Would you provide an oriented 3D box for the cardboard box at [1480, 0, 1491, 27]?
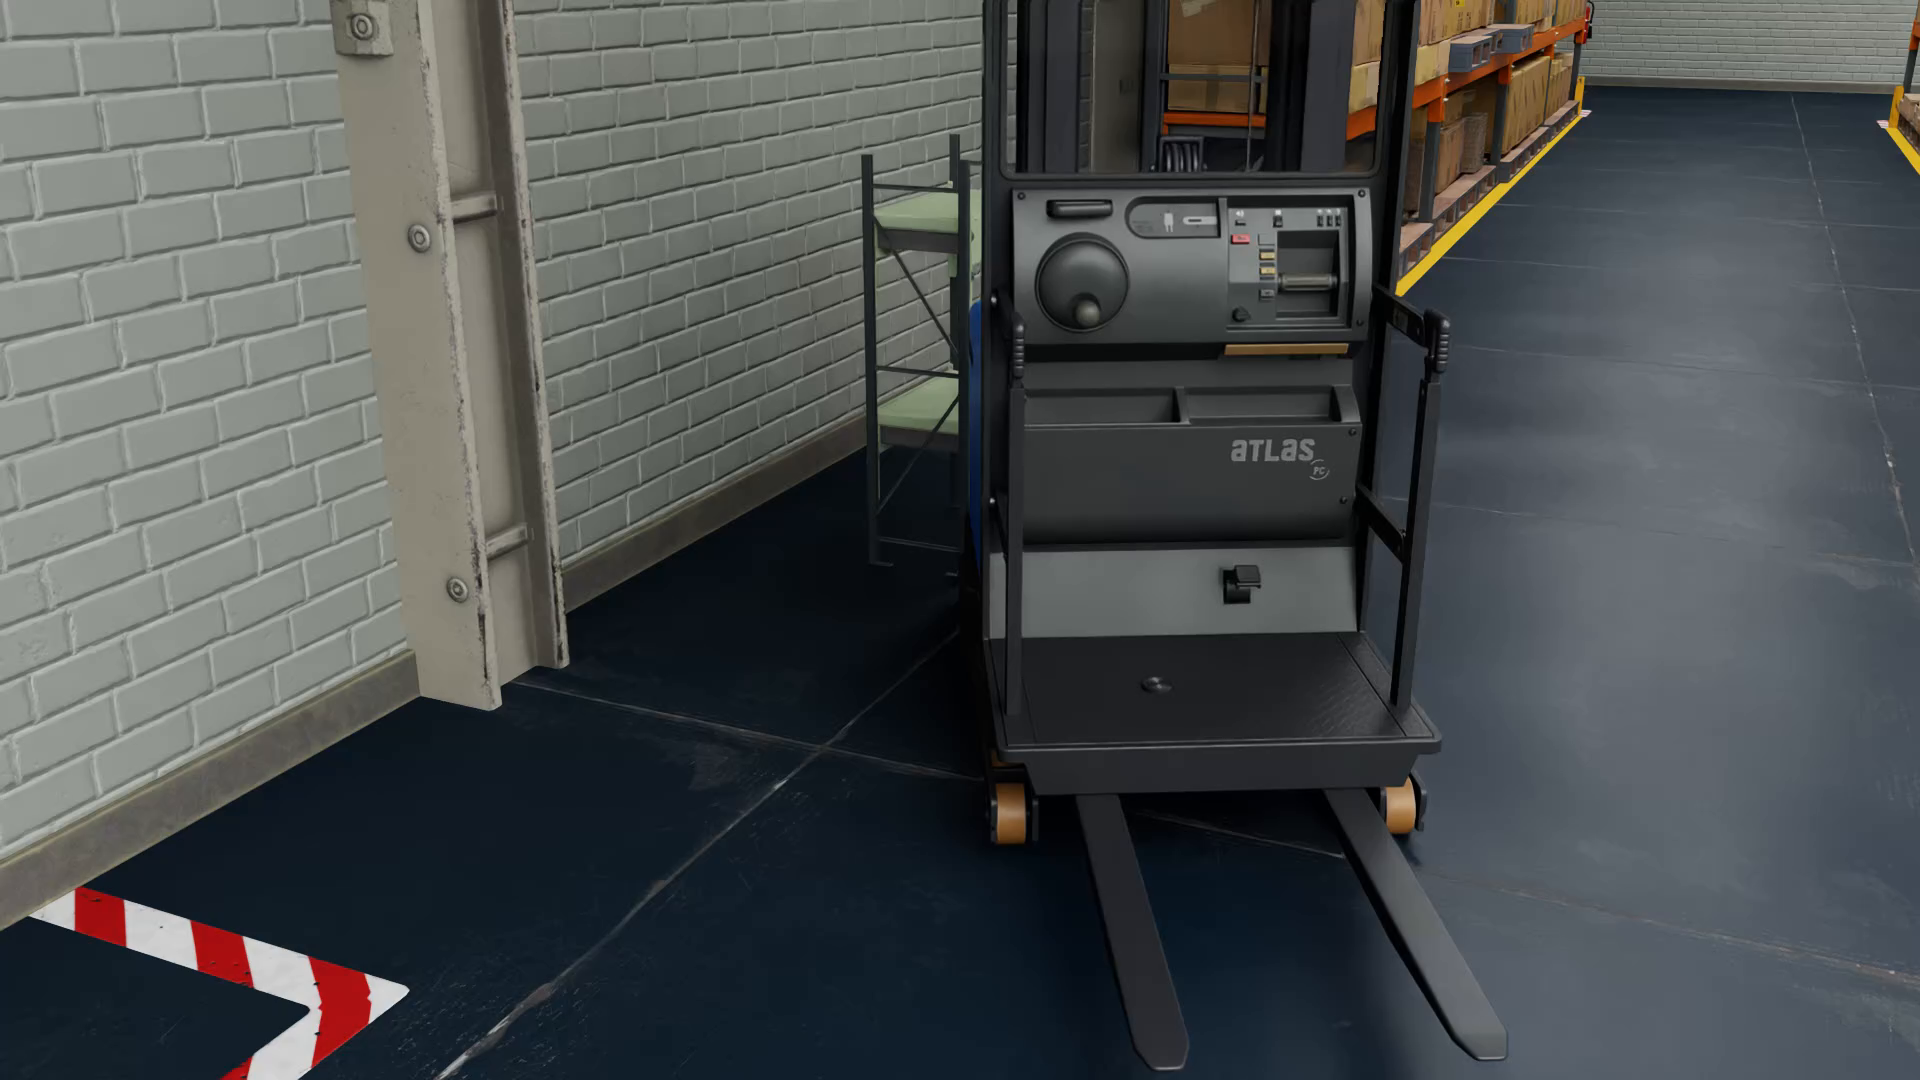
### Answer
[{"bbox_3d":[4.374,-4.861,14.854,0.700,0.500,0.500,6,21,18],"label":"cardboard box"}]

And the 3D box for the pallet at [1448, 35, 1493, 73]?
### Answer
[{"bbox_3d":[3.569,-3.826,13.038,1.003,0.211,1.213,9,21,23],"label":"pallet"}]

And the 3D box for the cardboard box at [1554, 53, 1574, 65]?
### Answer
[{"bbox_3d":[7.956,-6.405,22.138,0.380,0.149,0.250,8,21,22],"label":"cardboard box"}]

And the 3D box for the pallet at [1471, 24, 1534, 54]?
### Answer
[{"bbox_3d":[4.567,-4.603,15.221,1.213,0.211,1.003,9,21,23],"label":"pallet"}]

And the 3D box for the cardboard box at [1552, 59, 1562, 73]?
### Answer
[{"bbox_3d":[7.320,-5.928,20.797,0.380,0.149,0.250,8,21,21],"label":"cardboard box"}]

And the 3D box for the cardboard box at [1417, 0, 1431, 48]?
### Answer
[{"bbox_3d":[2.797,-3.502,10.915,0.500,0.500,0.500,8,21,21],"label":"cardboard box"}]

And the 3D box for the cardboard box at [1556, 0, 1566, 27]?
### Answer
[{"bbox_3d":[6.637,-6.454,19.691,0.980,0.700,0.700,9,21,24],"label":"cardboard box"}]

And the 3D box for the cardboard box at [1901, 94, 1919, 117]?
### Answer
[{"bbox_3d":[11.872,-5.324,20.411,0.500,0.250,0.500,9,21,23],"label":"cardboard box"}]

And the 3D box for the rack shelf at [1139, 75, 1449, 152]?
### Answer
[{"bbox_3d":[2.305,-2.753,10.806,1.077,0.370,4.000,9,21,23],"label":"rack shelf"}]

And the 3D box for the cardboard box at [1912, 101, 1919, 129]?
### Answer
[{"bbox_3d":[11.202,-4.853,18.994,0.500,0.311,0.500,9,21,23],"label":"cardboard box"}]

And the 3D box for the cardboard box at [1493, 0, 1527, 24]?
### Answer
[{"bbox_3d":[5.194,-5.236,16.092,0.500,0.500,0.500,9,22,24],"label":"cardboard box"}]

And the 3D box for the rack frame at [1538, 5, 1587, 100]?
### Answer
[{"bbox_3d":[8.038,-7.371,22.720,1.000,3.000,0.127,9,21,23],"label":"rack frame"}]

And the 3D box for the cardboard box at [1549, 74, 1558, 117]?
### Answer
[{"bbox_3d":[7.008,-5.536,20.664,0.700,0.500,0.500,8,21,22],"label":"cardboard box"}]

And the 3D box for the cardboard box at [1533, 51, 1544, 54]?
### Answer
[{"bbox_3d":[7.711,-6.535,22.504,0.380,0.149,0.250,9,21,23],"label":"cardboard box"}]

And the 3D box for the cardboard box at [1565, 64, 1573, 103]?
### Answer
[{"bbox_3d":[7.842,-6.164,22.428,0.700,0.500,0.500,9,21,23],"label":"cardboard box"}]

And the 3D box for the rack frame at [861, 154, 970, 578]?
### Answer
[{"bbox_3d":[-0.153,-0.593,5.897,0.400,1.500,0.023,9,21,23],"label":"rack frame"}]

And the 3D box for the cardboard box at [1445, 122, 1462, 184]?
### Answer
[{"bbox_3d":[4.020,-3.431,14.713,0.700,0.500,0.500,8,21,22],"label":"cardboard box"}]

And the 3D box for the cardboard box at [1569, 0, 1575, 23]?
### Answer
[{"bbox_3d":[7.229,-6.900,20.946,0.980,0.700,0.700,7,21,20],"label":"cardboard box"}]

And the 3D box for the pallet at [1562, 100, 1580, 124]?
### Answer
[{"bbox_3d":[7.781,-5.802,22.469,1.003,0.211,1.213,9,21,23],"label":"pallet"}]

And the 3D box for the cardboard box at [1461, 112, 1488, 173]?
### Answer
[{"bbox_3d":[4.514,-3.728,15.549,0.700,0.500,0.500,9,21,23],"label":"cardboard box"}]

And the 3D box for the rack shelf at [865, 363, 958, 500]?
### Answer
[{"bbox_3d":[-0.003,-0.397,6.321,0.431,0.370,0.720,9,21,23],"label":"rack shelf"}]

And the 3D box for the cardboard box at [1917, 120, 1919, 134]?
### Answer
[{"bbox_3d":[10.895,-4.713,18.318,0.500,0.500,0.500,9,21,23],"label":"cardboard box"}]

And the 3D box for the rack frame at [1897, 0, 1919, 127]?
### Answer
[{"bbox_3d":[12.558,-6.693,20.812,1.000,3.000,0.127,9,21,23],"label":"rack frame"}]

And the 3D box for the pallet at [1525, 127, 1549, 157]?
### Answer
[{"bbox_3d":[6.152,-4.589,19.056,1.003,0.211,1.213,9,21,23],"label":"pallet"}]

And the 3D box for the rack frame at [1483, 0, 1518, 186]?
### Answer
[{"bbox_3d":[4.762,-4.926,15.843,1.000,3.000,0.127,9,21,23],"label":"rack frame"}]

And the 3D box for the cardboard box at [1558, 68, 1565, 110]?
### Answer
[{"bbox_3d":[7.432,-5.857,21.565,0.700,0.500,0.500,8,21,21],"label":"cardboard box"}]

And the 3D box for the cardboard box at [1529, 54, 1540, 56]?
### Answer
[{"bbox_3d":[7.401,-6.304,21.853,0.380,0.149,0.250,9,21,23],"label":"cardboard box"}]

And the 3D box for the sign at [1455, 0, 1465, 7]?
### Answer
[{"bbox_3d":[3.622,-4.039,12.057,0.100,0.325,0.005,9,21,23],"label":"sign"}]

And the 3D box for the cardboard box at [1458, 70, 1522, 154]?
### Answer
[{"bbox_3d":[5.182,-4.318,16.714,0.750,0.750,0.750,8,21,22],"label":"cardboard box"}]

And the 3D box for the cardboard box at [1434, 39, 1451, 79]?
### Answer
[{"bbox_3d":[3.206,-3.455,11.902,0.500,0.250,0.500,9,21,23],"label":"cardboard box"}]

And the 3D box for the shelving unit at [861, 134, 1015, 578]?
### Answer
[{"bbox_3d":[-0.003,-0.705,6.212,0.431,1.500,0.755,9,21,23],"label":"shelving unit"}]

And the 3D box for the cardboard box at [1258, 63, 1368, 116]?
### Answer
[{"bbox_3d":[1.975,-2.525,9.285,0.500,0.250,0.500,8,21,21],"label":"cardboard box"}]

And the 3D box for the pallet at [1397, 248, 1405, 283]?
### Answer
[{"bbox_3d":[2.383,-1.805,11.229,1.003,0.211,1.213,9,21,23],"label":"pallet"}]

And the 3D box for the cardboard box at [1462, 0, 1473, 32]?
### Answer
[{"bbox_3d":[3.840,-4.484,13.794,0.700,0.500,0.500,12,23,30],"label":"cardboard box"}]

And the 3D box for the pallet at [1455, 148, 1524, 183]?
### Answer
[{"bbox_3d":[5.153,-3.843,16.959,1.003,0.211,1.213,9,21,23],"label":"pallet"}]

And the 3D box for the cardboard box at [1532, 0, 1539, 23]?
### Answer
[{"bbox_3d":[5.621,-5.546,16.965,0.500,0.500,0.500,8,21,22],"label":"cardboard box"}]

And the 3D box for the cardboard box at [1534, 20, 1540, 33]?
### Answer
[{"bbox_3d":[6.075,-5.590,18.055,0.380,0.149,0.250,9,21,23],"label":"cardboard box"}]

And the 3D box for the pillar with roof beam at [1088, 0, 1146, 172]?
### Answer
[{"bbox_3d":[4.911,-5.049,7.236,9.100,9.000,0.400,9,21,23],"label":"pillar with roof beam"}]

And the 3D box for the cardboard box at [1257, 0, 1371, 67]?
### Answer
[{"bbox_3d":[1.955,-2.877,9.157,0.500,0.500,0.500,9,21,23],"label":"cardboard box"}]

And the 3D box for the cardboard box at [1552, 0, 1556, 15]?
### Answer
[{"bbox_3d":[6.440,-6.170,18.717,0.500,0.500,0.500,8,21,22],"label":"cardboard box"}]

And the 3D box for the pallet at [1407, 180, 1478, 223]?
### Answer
[{"bbox_3d":[3.939,-3.002,14.594,1.003,0.211,1.213,9,21,23],"label":"pallet"}]

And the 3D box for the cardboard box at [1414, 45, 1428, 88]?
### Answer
[{"bbox_3d":[2.803,-3.148,11.039,0.500,0.250,0.500,8,21,22],"label":"cardboard box"}]

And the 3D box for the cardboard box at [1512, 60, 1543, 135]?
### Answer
[{"bbox_3d":[5.891,-4.845,18.197,0.750,0.750,0.750,9,22,24],"label":"cardboard box"}]

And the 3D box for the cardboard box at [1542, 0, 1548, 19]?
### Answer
[{"bbox_3d":[6.027,-5.860,17.846,0.500,0.500,0.500,9,21,23],"label":"cardboard box"}]

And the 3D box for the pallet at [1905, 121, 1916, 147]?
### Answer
[{"bbox_3d":[11.701,-4.740,19.483,1.003,0.211,1.213,9,21,23],"label":"pallet"}]

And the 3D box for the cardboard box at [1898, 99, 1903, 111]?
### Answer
[{"bbox_3d":[12.073,-5.476,20.988,0.380,0.149,0.250,9,21,23],"label":"cardboard box"}]

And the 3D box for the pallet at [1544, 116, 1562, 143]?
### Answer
[{"bbox_3d":[6.782,-5.056,20.372,1.003,0.211,1.213,9,21,23],"label":"pallet"}]

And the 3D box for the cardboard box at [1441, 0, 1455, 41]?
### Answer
[{"bbox_3d":[3.212,-3.808,11.775,0.500,0.500,0.500,8,21,23],"label":"cardboard box"}]

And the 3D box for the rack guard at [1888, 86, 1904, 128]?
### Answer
[{"bbox_3d":[12.527,-5.492,21.165,1.175,0.500,0.348,9,21,23],"label":"rack guard"}]

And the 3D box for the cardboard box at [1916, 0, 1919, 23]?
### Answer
[{"bbox_3d":[12.136,-6.640,20.515,0.500,0.500,0.500,9,21,24],"label":"cardboard box"}]

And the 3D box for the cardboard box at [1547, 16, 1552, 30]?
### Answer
[{"bbox_3d":[6.438,-5.817,18.694,0.380,0.149,0.250,9,21,24],"label":"cardboard box"}]

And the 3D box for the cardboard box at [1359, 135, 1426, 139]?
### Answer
[{"bbox_3d":[3.576,-3.125,13.852,0.700,0.500,0.500,8,21,22],"label":"cardboard box"}]

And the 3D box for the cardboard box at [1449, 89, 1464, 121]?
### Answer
[{"bbox_3d":[4.224,-3.916,14.958,0.500,0.250,0.500,9,21,24],"label":"cardboard box"}]

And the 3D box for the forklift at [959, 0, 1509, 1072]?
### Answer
[{"bbox_3d":[0.611,-0.708,4.086,1.130,2.935,3.031,-1,20,-3],"label":"forklift"}]

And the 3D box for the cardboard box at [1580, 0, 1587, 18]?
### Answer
[{"bbox_3d":[7.838,-7.355,22.227,0.980,0.700,0.700,10,22,25],"label":"cardboard box"}]

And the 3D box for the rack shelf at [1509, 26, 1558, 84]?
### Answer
[{"bbox_3d":[5.581,-5.198,17.683,1.077,0.370,4.000,9,21,23],"label":"rack shelf"}]
